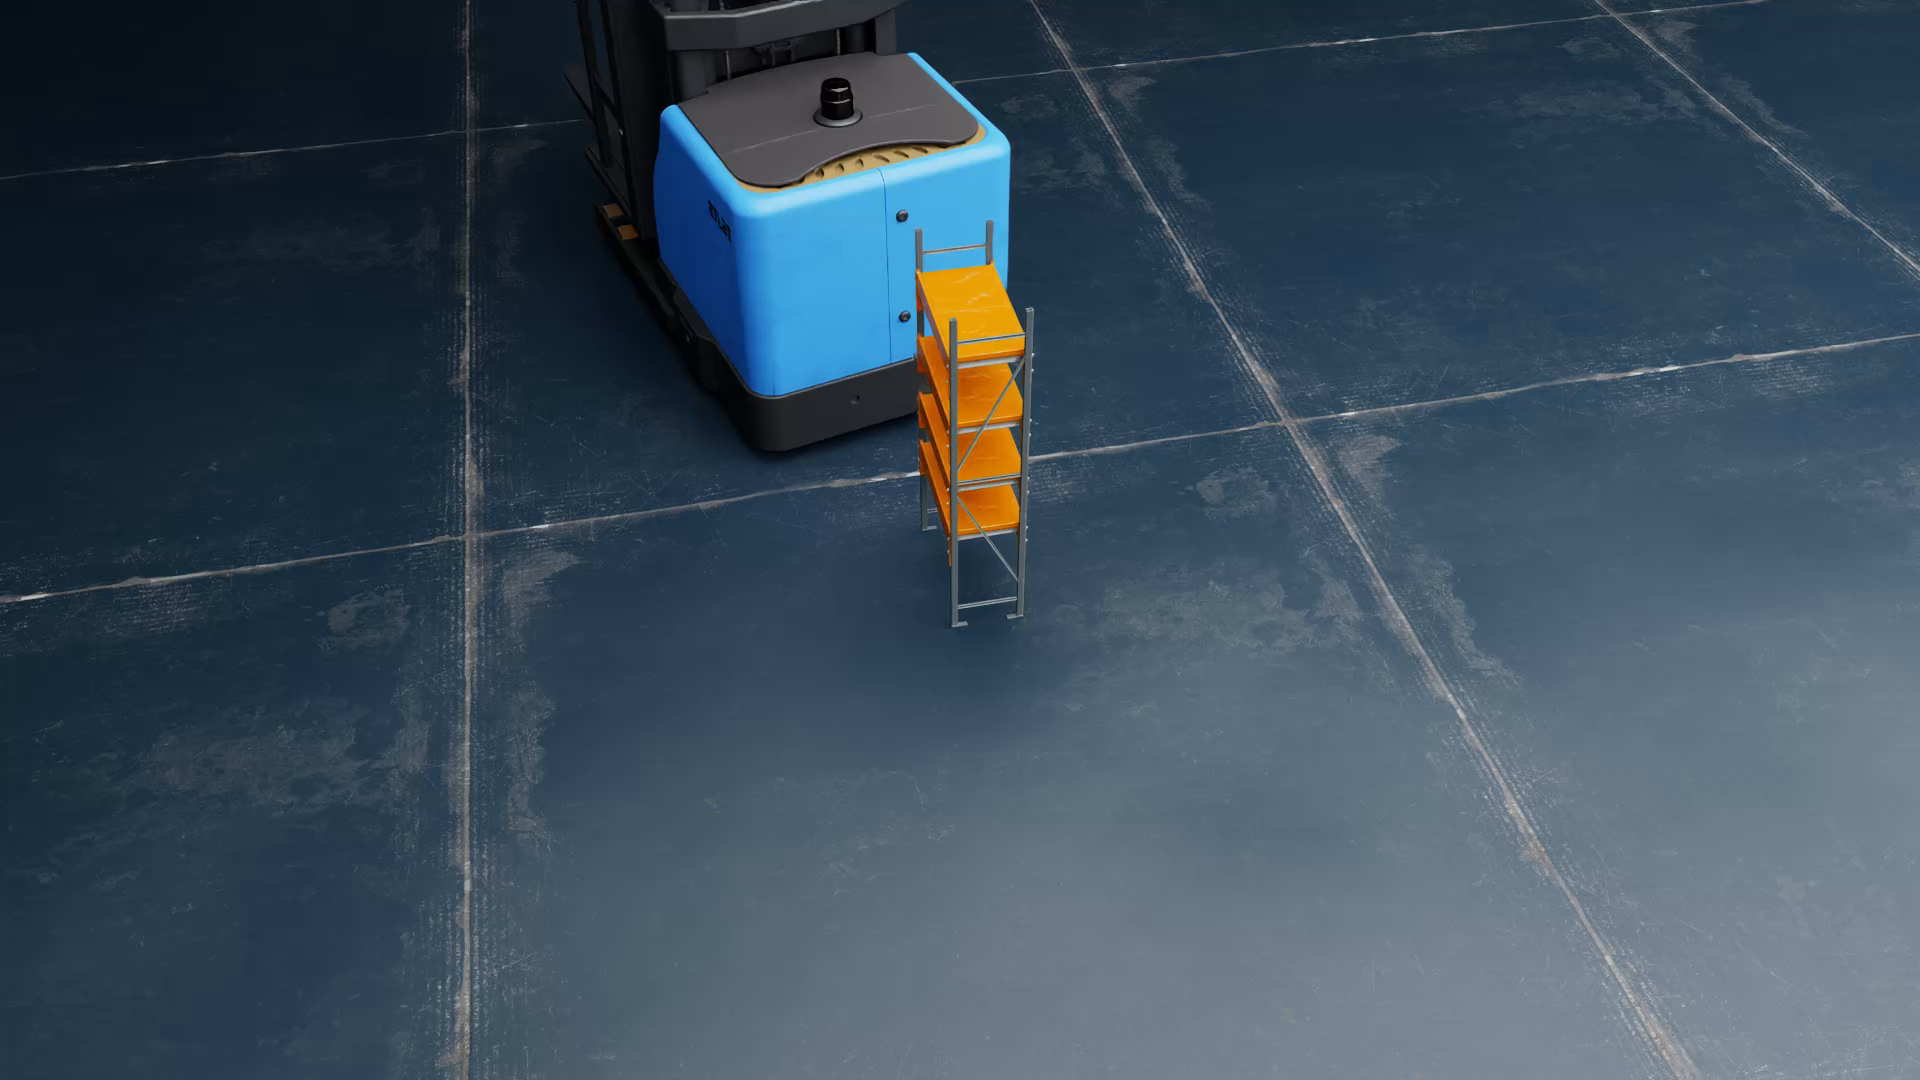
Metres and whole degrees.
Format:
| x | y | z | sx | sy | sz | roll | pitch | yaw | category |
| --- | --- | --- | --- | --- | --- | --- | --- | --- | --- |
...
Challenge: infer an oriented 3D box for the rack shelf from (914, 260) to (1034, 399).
| x | y | z | sx | sy | sz | roll | pitch | yaw | category |
| --- | --- | --- | --- | --- | --- | --- | --- | --- | --- |
| 0.036 | -0.635 | 4.970 | 0.258 | 0.148 | 0.480 | -8 | 42 | -9 | rack shelf |

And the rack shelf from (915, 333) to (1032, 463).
| x | y | z | sx | sy | sz | roll | pitch | yaw | category |
| --- | --- | --- | --- | --- | --- | --- | --- | --- | --- |
| 0.036 | -0.458 | 5.127 | 0.258 | 0.148 | 0.480 | -8 | 42 | -9 | rack shelf |

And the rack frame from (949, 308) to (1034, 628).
| x | y | z | sx | sy | sz | roll | pitch | yaw | category |
| --- | --- | --- | --- | --- | --- | --- | --- | --- | --- |
| 0.088 | -0.183 | 5.053 | 0.240 | 1.200 | 0.015 | -8 | 42 | -9 | rack frame |

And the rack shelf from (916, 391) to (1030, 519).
| x | y | z | sx | sy | sz | roll | pitch | yaw | category |
| --- | --- | --- | --- | --- | --- | --- | --- | --- | --- |
| 0.036 | -0.291 | 5.275 | 0.258 | 0.148 | 0.480 | -8 | 42 | -9 | rack shelf |

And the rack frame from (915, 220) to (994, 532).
| x | y | z | sx | sy | sz | roll | pitch | yaw | category |
| --- | --- | --- | --- | --- | --- | --- | --- | --- | --- |
| -0.017 | -0.500 | 5.409 | 0.240 | 1.200 | 0.015 | -8 | 42 | -9 | rack frame |

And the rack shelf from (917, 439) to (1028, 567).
| x | y | z | sx | sy | sz | roll | pitch | yaw | category |
| --- | --- | --- | --- | --- | --- | --- | --- | --- | --- |
| 0.036 | -0.143 | 5.407 | 0.258 | 0.148 | 0.480 | -8 | 42 | -9 | rack shelf |

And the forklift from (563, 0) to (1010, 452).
| x | y | z | sx | sy | sz | roll | pitch | yaw | category |
| --- | --- | --- | --- | --- | --- | --- | --- | --- | --- |
| -0.920 | -2.390 | 6.235 | 1.130 | 2.935 | 3.031 | -18 | 45 | -20 | forklift |

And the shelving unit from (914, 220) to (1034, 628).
| x | y | z | sx | sy | sz | roll | pitch | yaw | category |
| --- | --- | --- | --- | --- | --- | --- | --- | --- | --- |
| 0.036 | -0.341 | 5.231 | 0.258 | 1.200 | 0.503 | -8 | 42 | -9 | shelving unit |
